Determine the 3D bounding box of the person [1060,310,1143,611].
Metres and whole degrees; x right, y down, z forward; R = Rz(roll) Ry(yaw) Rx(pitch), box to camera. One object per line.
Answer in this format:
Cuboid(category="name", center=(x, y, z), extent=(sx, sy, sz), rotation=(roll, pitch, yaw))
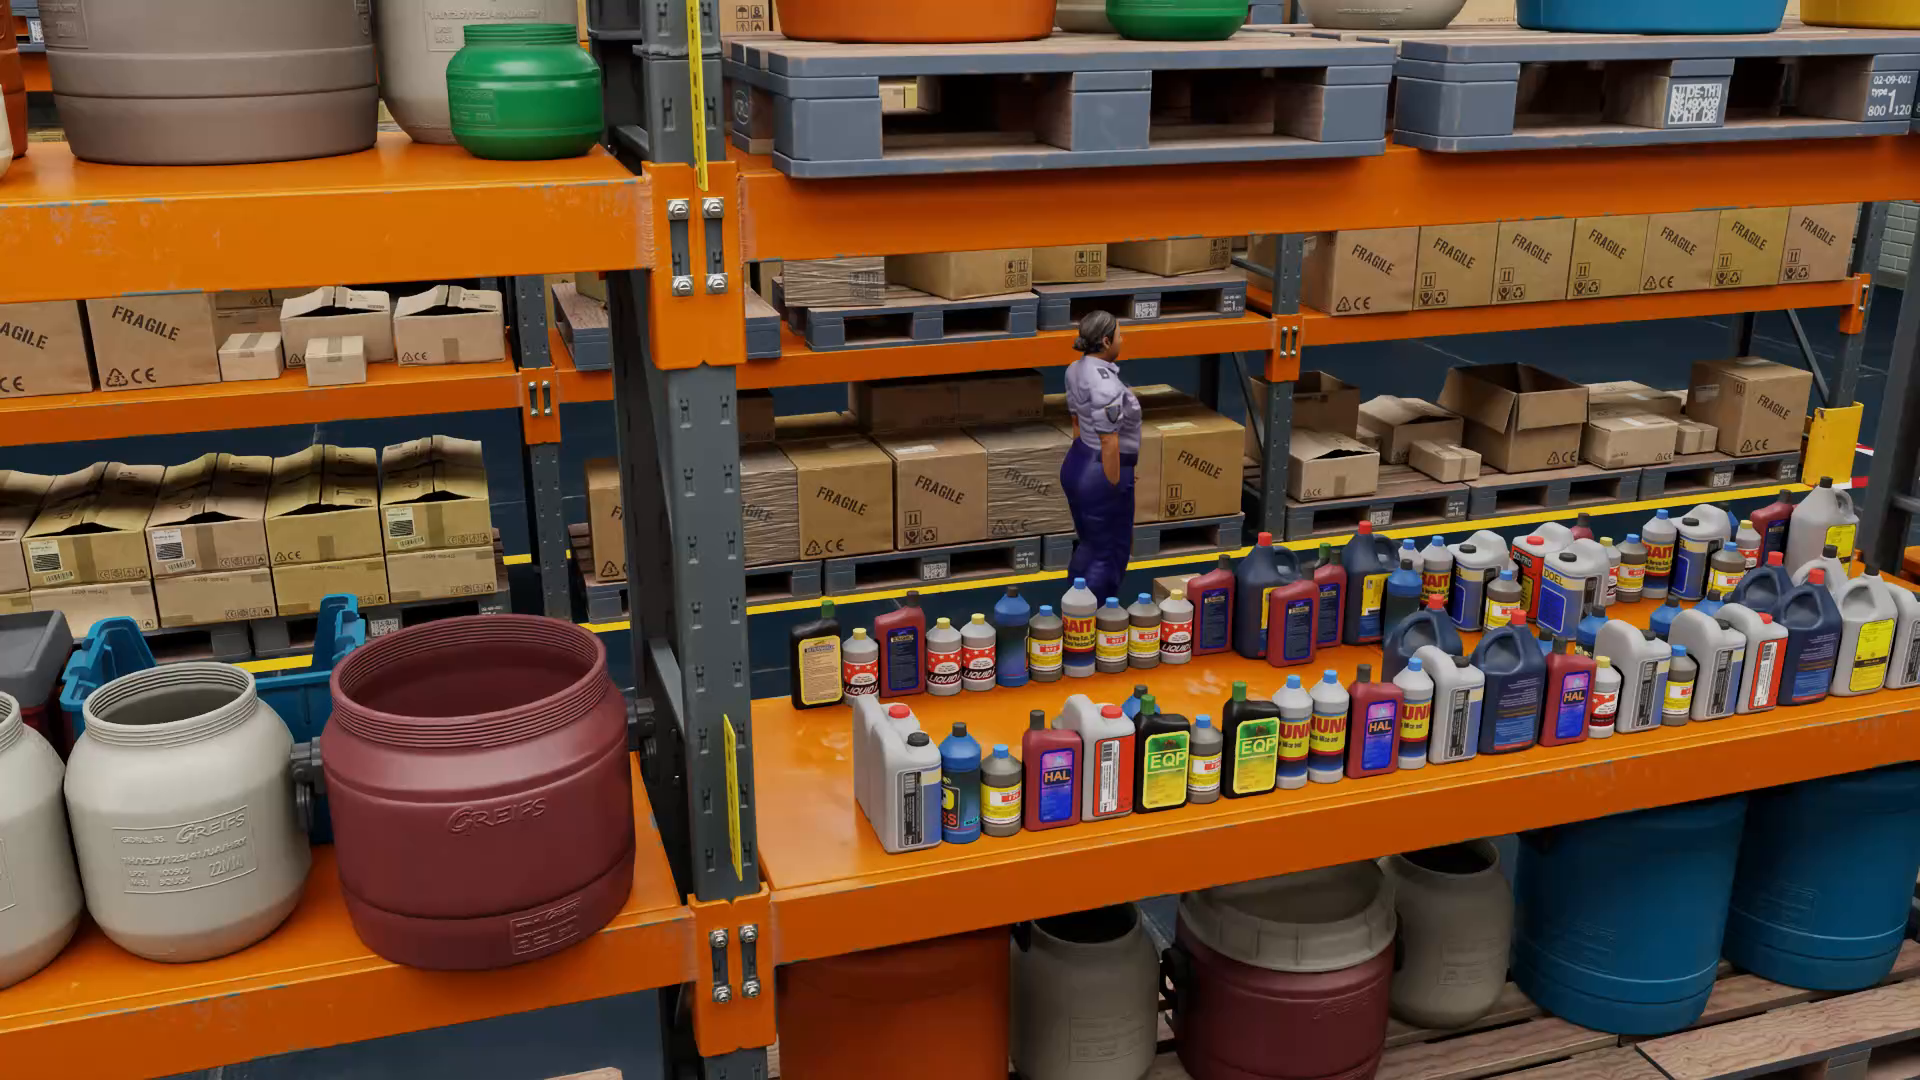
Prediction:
Cuboid(category="person", center=(0.665, -0.254, 7.897), extent=(0.344, 1.651, 0.468), rotation=(-6, 20, -16))
